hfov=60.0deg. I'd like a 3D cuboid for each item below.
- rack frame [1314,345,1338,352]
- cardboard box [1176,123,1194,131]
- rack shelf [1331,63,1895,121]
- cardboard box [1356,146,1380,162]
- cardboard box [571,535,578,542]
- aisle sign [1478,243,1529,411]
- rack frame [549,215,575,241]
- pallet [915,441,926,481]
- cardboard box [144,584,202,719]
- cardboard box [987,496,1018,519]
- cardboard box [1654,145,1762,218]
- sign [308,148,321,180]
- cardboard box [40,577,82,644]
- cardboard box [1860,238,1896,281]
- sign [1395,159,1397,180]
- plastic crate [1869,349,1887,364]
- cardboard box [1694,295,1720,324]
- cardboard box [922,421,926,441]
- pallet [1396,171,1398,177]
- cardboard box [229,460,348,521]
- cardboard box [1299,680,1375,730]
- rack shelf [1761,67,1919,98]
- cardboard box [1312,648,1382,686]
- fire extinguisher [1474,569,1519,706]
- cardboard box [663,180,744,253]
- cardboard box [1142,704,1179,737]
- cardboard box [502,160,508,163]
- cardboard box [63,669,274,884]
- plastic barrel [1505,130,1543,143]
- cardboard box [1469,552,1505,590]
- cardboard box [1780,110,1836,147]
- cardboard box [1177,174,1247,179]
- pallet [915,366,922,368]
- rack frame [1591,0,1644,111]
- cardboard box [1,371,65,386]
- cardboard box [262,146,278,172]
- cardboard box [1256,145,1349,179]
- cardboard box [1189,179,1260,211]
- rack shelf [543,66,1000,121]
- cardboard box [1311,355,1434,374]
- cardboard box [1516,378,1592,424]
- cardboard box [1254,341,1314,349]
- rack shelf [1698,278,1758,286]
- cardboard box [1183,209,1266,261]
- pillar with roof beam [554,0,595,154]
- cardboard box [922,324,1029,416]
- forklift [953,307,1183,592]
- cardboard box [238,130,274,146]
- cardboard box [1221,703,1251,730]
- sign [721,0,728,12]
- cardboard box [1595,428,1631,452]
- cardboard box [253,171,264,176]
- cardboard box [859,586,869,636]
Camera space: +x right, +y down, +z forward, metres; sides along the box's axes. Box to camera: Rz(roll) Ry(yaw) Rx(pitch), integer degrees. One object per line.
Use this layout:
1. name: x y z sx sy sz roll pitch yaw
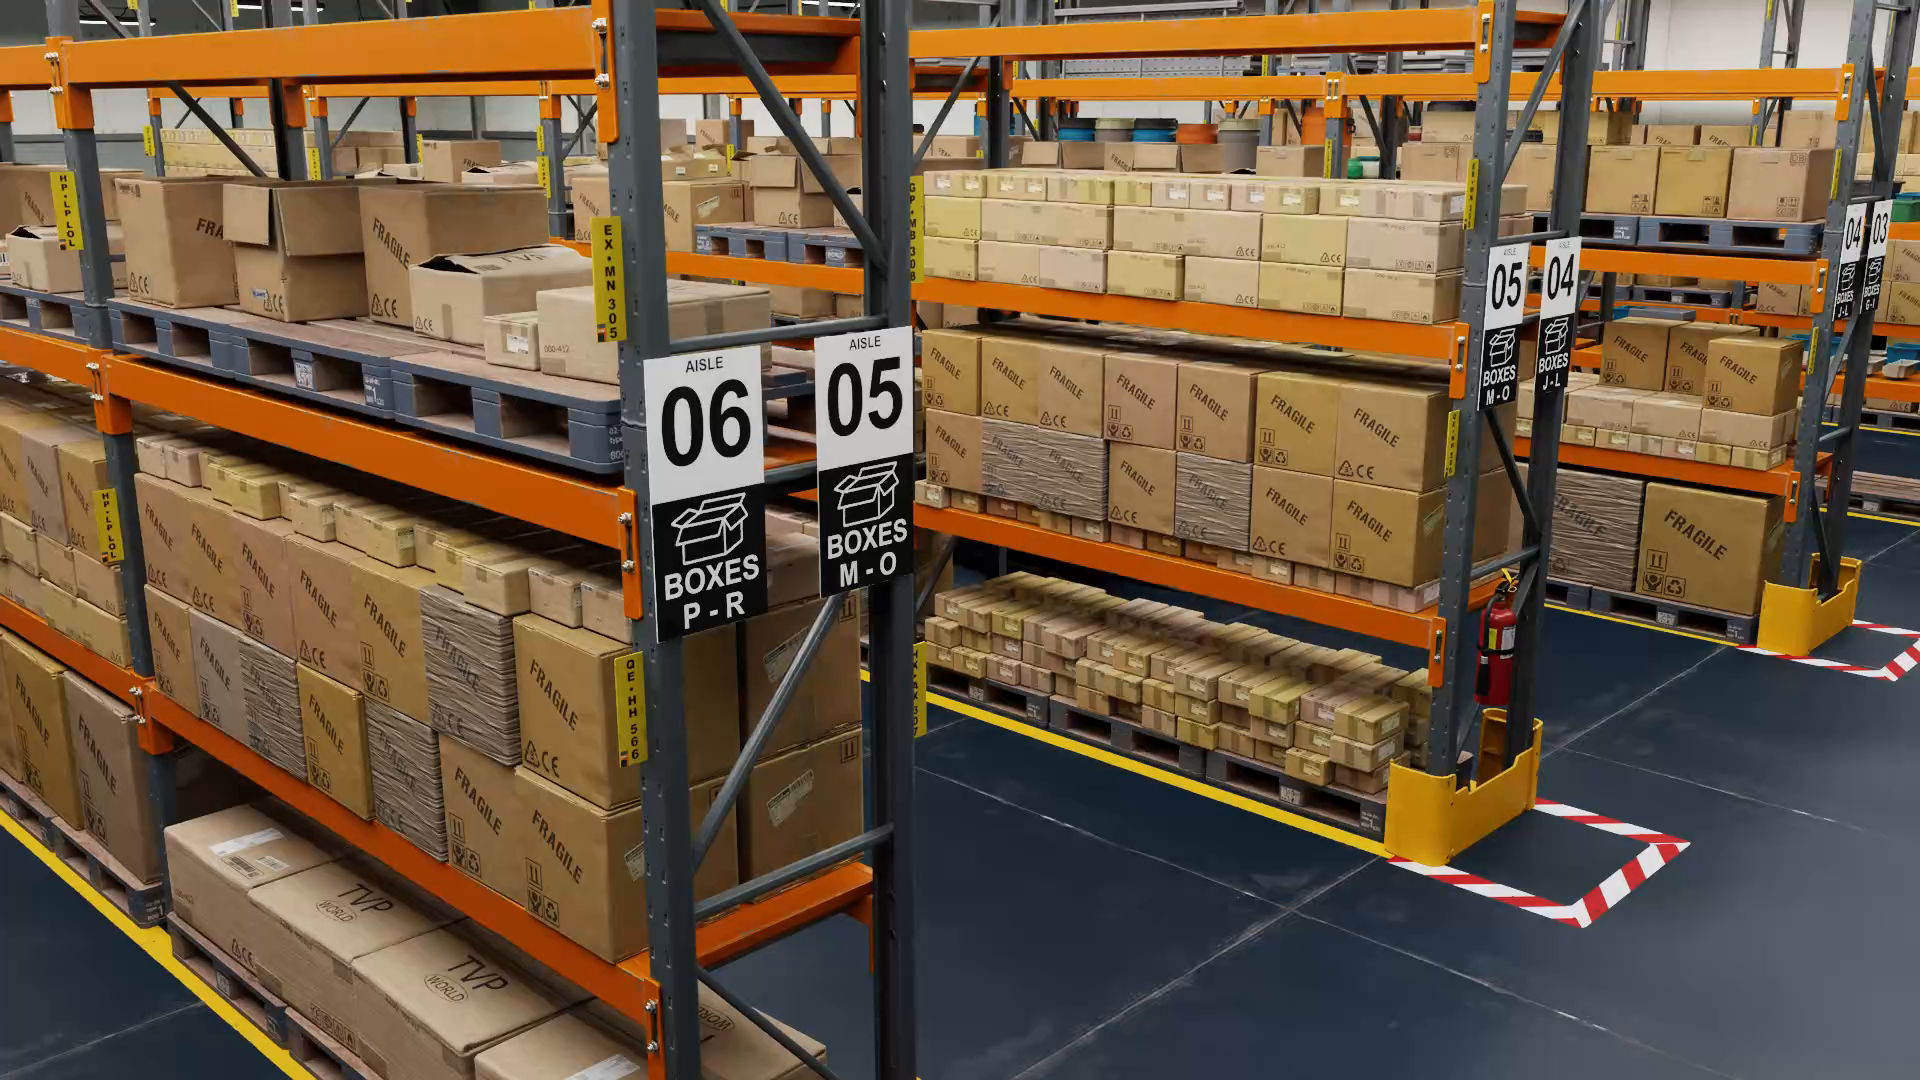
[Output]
1. rack frame: 3.461 -1.441 14.830 0.127 3.000 1.000 14 20 42
2. cardboard box: 3.483 -6.722 27.834 0.797 0.503 0.637 -12 19 -38
3. rack shelf: 4.901 -3.452 12.871 4.000 0.370 1.077 14 20 42
4. cardboard box: 6.301 -5.780 25.000 0.500 0.250 0.500 13 20 41
5. cardboard box: -1.375 -0.079 6.135 0.250 0.149 0.380 14 20 43
6. aisle sign: 2.669 -1.049 8.170 0.004 0.787 0.394 14 20 42
7. rack frame: -2.934 -1.258 14.129 0.127 3.000 1.000 14 20 42
8. pallet: -0.504 -0.625 12.081 1.213 0.211 1.003 14 20 42
9. cardboard box: -3.262 0.439 7.416 0.500 0.500 0.500 -14 20 -42
10. cardboard box: 0.388 -0.259 10.792 0.250 0.149 0.380 13 19 40
11. cardboard box: 5.608 -2.694 12.460 0.500 0.500 0.700 13 19 40
12. sign: -6.198 -3.597 15.975 0.005 0.325 0.100 14 20 42
13. cardboard box: -4.281 0.309 8.414 0.500 0.250 0.500 13 20 41
14. cardboard box: 11.225 -3.456 20.385 0.500 0.500 0.500 13 19 41
15. sign: 3.845 -3.282 14.764 0.005 0.325 0.100 14 20 42
16. plastic crate: 9.167 -1.834 16.743 0.298 0.136 0.250 14 20 42
17. cardboard box: 11.960 -3.694 26.908 0.750 0.750 0.750 14 20 42
18. cardboard box: -0.223 -0.840 12.188 0.250 0.149 0.380 14 20 43
19. pallet: 6.102 -5.596 25.203 1.003 0.211 1.213 -13 20 -42
20. cardboard box: -2.654 -0.200 6.601 0.250 0.149 0.380 13 19 41
21. cardboard box: 2.127 0.929 9.375 0.380 0.149 0.250 -14 20 -43
22. rack shelf: 11.779 -5.441 19.719 4.000 0.370 1.077 14 20 42
23. cardboard box: 2.309 0.783 9.936 0.250 0.149 0.380 14 20 42
24. fire extinguisher: 2.686 0.488 8.322 0.183 0.674 0.296 14 20 42
25. cardboard box: -1.979 -2.437 12.506 0.500 0.500 0.500 14 20 42
26. cardboard box: 1.319 1.050 10.092 0.380 0.149 0.250 -14 20 -43
27. cardboard box: -4.399 -3.351 15.359 0.500 0.311 0.500 13 19 40
28. cardboard box: -3.919 1.089 8.502 0.875 0.875 0.875 -14 20 -42
29. plastic barrel: 6.101 -4.208 18.297 0.600 0.588 0.600 0 15 0
30. cardboard box: 2.819 0.147 9.233 0.250 0.149 0.380 13 20 42
31. cardboard box: 10.716 -5.144 20.911 0.500 0.500 0.700 14 20 42
32. cardboard box: 1.506 -2.104 9.944 0.250 0.149 0.380 13 20 41
33. pallet: -0.197 -2.729 25.305 1.213 0.211 1.003 14 20 42
34. rack frame: 6.899 -5.243 17.524 0.127 3.000 1.000 14 20 42
35. cardboard box: -5.368 -0.743 9.970 0.500 0.500 0.500 14 20 43
36. cardboard box: -6.710 -3.861 16.845 0.500 0.250 0.500 14 20 42
37. cardboard box: 3.036 -3.243 14.769 0.700 0.500 0.500 -14 20 -43
38. cardboard box: 1.482 -1.906 9.184 0.380 0.149 0.250 -14 20 -43
39. rack shelf: -1.494 -3.269 12.170 4.000 0.370 1.077 14 20 42
40. cardboard box: 2.318 -0.748 9.400 0.500 0.500 0.500 -14 20 -43
41. cardboard box: 4.698 -1.117 13.295 0.500 0.250 0.500 14 20 42
42. cardboard box: 2.935 -1.521 14.941 0.500 0.500 0.500 14 20 42
43. rack shelf: 12.336 -4.140 26.616 4.000 0.370 1.077 14 20 42
44. cardboard box: 1.581 -1.693 9.154 0.500 0.250 0.500 14 20 43
45. pillar with roof beam: -14.024 -12.594 45.739 0.548 9.000 9.100 14 20 42
46. cardboard box: 0.101 -1.111 10.793 0.500 0.500 0.500 -14 20 -43
47. forklift: 0.927 -1.145 13.833 1.130 2.935 3.031 -13 20 -41
48. cardboard box: -7.206 -4.153 17.175 0.250 0.149 0.380 13 20 42
49. cardboard box: 1.750 0.978 9.780 0.250 0.149 0.380 13 20 42
50. sign: -2.688 -6.139 18.953 0.005 0.325 0.100 14 20 42
51. cardboard box: 5.119 -0.800 12.869 0.250 0.149 0.380 13 20 41
52. cardboard box: -7.029 -3.723 17.108 0.250 0.149 0.380 14 20 43
53. cardboard box: -0.762 0.365 12.026 0.500 0.500 0.500 13 20 41
